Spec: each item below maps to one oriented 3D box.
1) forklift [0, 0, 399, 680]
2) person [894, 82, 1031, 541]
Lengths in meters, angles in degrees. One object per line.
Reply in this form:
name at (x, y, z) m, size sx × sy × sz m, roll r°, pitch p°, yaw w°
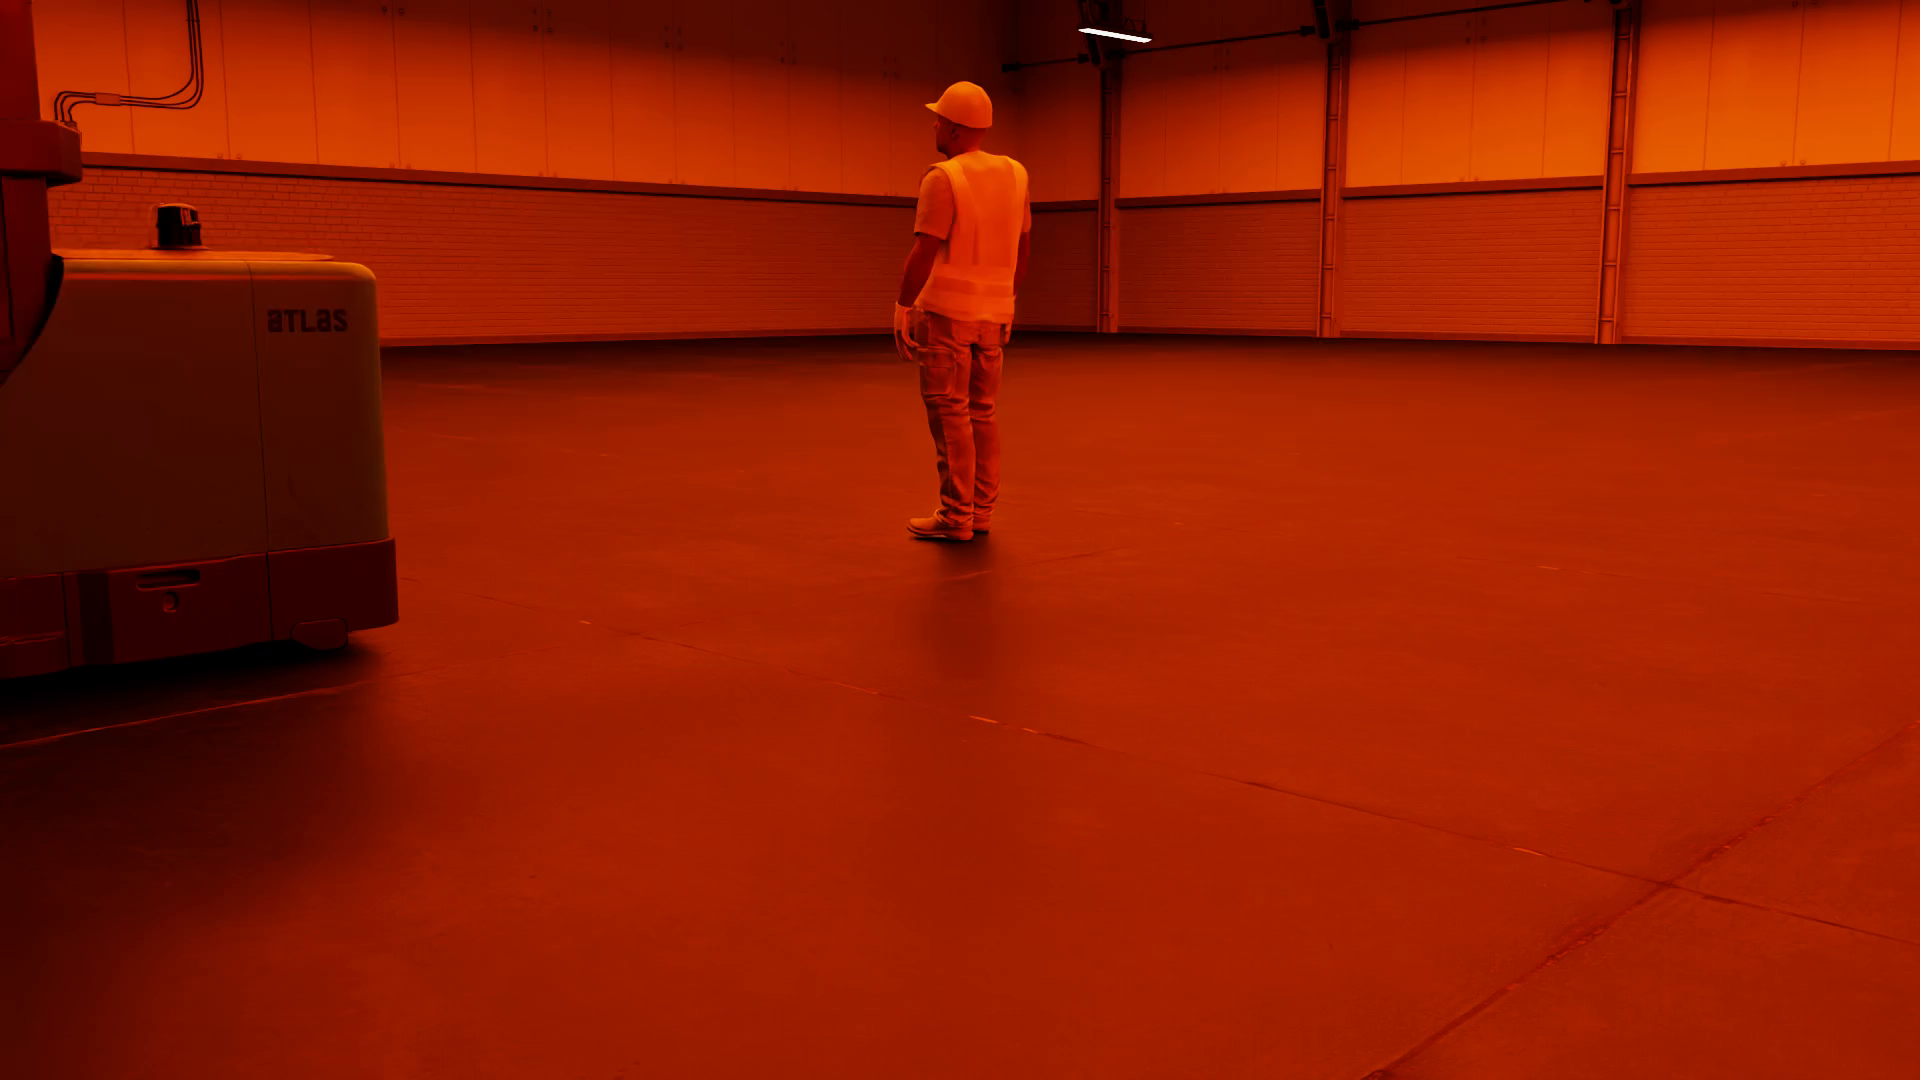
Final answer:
forklift at (-3.039, -1.058, 3.897) m, size 3.031 × 2.935 × 1.130 m, roll -7°, pitch 11°, yaw -40°
person at (-0.047, -0.897, 6.639) m, size 0.575 × 1.784 × 0.656 m, roll 8°, pitch 12°, yaw 43°
